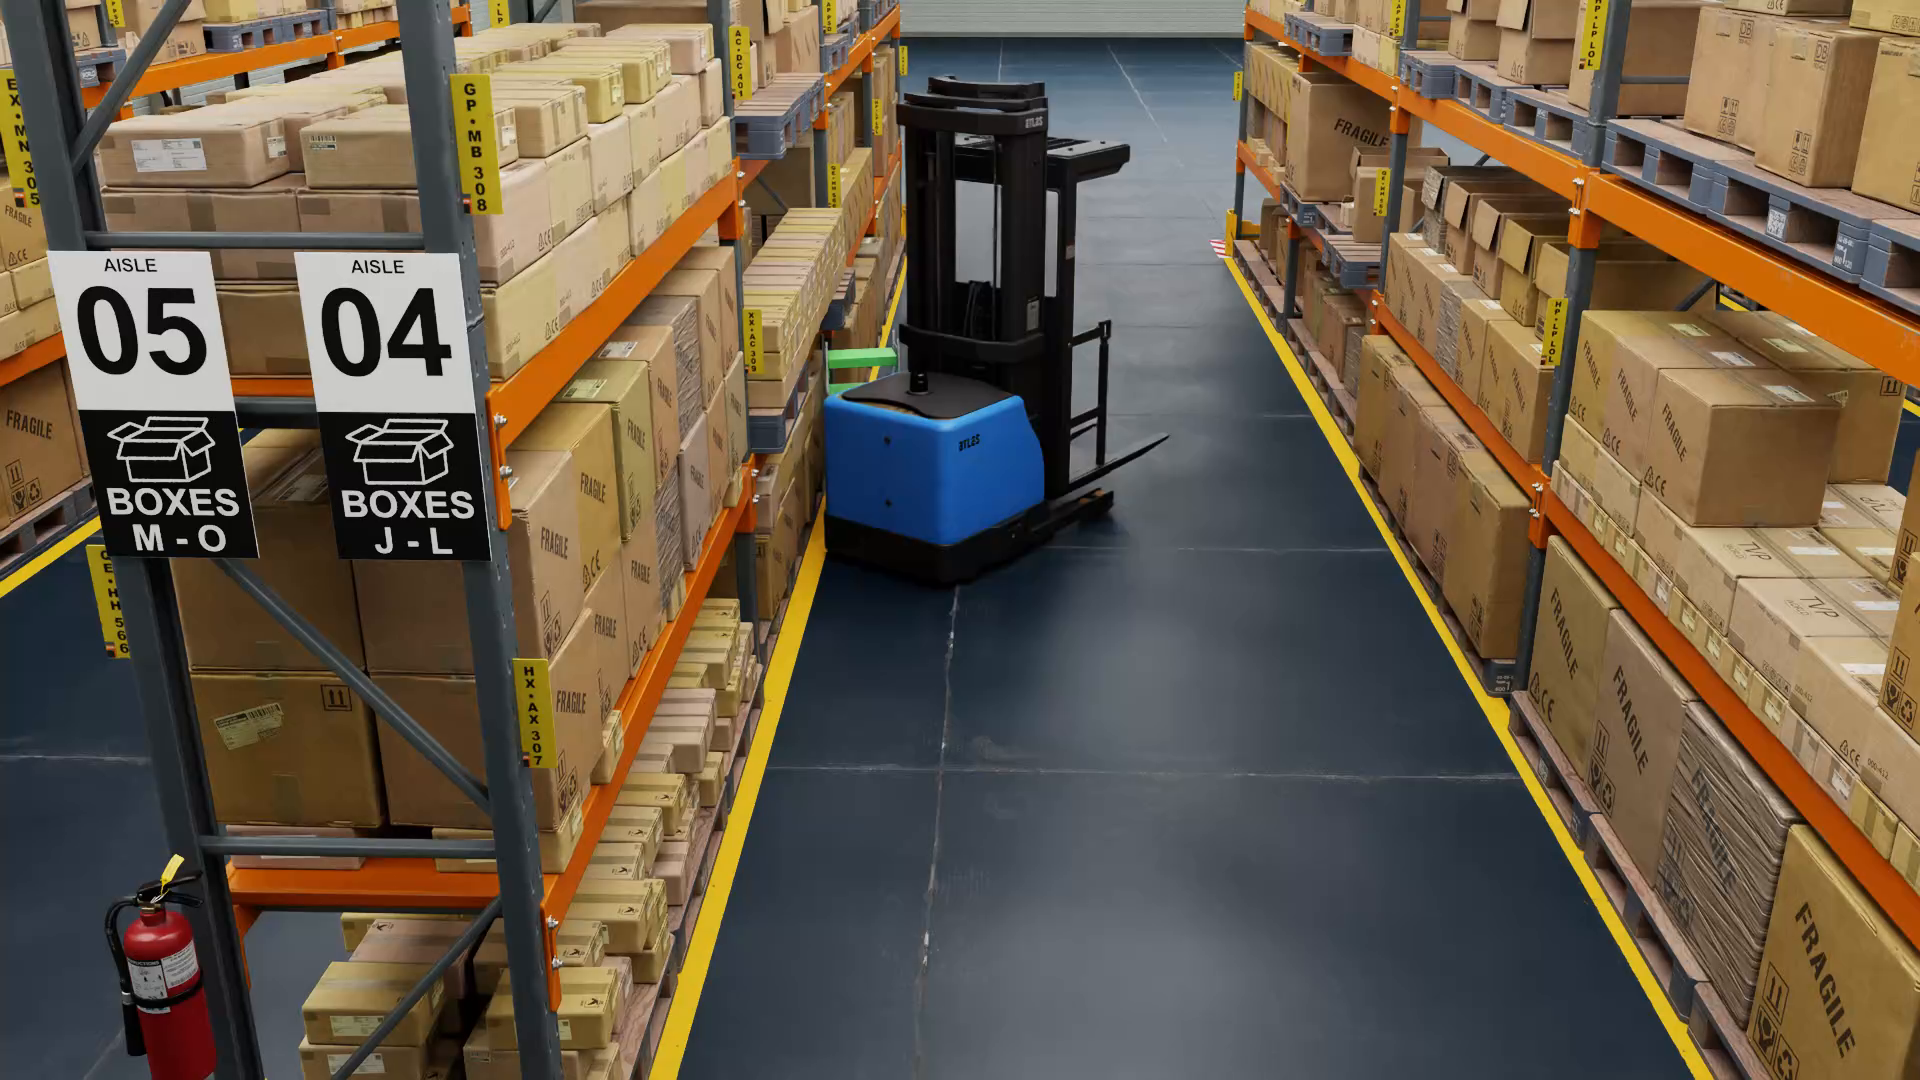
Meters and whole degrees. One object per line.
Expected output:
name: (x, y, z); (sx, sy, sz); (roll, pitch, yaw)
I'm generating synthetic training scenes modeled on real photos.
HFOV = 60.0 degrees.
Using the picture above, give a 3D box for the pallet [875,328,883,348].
pallet: (-1.271, -1.892, 15.615); (1.003, 0.211, 1.213); (1, 21, 2)

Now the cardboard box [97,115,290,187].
cardboard box: (-1.972, -1.004, 4.289); (0.380, 0.149, 0.250); (0, 21, 1)

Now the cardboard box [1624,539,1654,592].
cardboard box: (3.017, 0.110, 6.947); (0.380, 0.149, 0.250); (0, 21, 1)

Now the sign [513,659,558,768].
sign: (-1.146, 0.469, 4.477); (0.100, 0.325, 0.005); (1, 21, 2)

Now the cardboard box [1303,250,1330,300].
cardboard box: (3.683, -2.556, 16.344); (0.500, 0.500, 0.500); (0, 21, 0)

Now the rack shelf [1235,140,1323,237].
rack shelf: (3.692, -3.769, 17.590); (1.077, 0.370, 4.000); (1, 21, 2)

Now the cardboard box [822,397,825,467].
cardboard box: (-1.204, -0.816, 11.859); (0.500, 0.500, 0.500); (1, 21, 1)

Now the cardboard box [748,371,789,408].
cardboard box: (-1.095, -0.796, 8.700); (0.380, 0.149, 0.250); (0, 21, -1)

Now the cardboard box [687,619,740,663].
cardboard box: (-1.285, 0.500, 8.130); (0.380, 0.149, 0.250); (1, 21, 2)

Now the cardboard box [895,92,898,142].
cardboard box: (-1.168, -4.854, 19.185); (0.875, 0.550, 0.550); (1, 21, 2)

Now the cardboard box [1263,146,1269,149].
cardboard box: (3.475, -4.158, 17.946); (0.380, 0.149, 0.250); (1, 21, 2)

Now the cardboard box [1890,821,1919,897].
cardboard box: (2.948, 0.942, 4.801); (0.380, 0.149, 0.250); (1, 21, 3)

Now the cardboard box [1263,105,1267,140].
cardboard box: (3.813, -4.632, 18.271); (0.875, 0.500, 0.500); (1, 21, 2)

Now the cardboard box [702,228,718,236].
cardboard box: (-1.679, -1.936, 10.815); (0.380, 0.149, 0.250); (0, 21, -1)

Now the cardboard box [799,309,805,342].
cardboard box: (-1.074, -1.216, 9.371); (0.380, 0.149, 0.250); (0, 21, -1)

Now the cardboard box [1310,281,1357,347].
cardboard box: (3.558, -2.027, 14.954); (0.700, 0.500, 0.500); (1, 21, 1)

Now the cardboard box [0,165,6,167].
cardboard box: (-6.661, -2.202, 11.036); (0.500, 0.500, 0.500); (1, 21, 2)

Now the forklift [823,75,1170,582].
forklift: (0.405, -1.579, 11.048); (1.130, 2.935, 3.031); (15, 26, 34)

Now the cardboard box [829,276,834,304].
cardboard box: (-1.029, -1.648, 10.897); (0.380, 0.149, 0.250); (0, 21, 1)

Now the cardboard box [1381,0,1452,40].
cardboard box: (3.274, -3.788, 11.670); (0.500, 0.500, 0.500); (1, 21, 3)

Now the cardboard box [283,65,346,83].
cardboard box: (-6.044, -4.298, 16.029); (0.700, 0.500, 0.500); (0, 21, 1)

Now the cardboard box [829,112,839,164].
cardboard box: (-1.379, -3.254, 13.749); (0.700, 0.500, 0.500); (0, 21, 1)

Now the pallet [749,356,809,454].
pallet: (-1.398, -0.765, 9.119); (1.003, 0.211, 1.213); (1, 21, 2)

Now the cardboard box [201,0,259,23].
cardboard box: (-6.184, -4.434, 13.791); (0.500, 0.250, 0.500); (1, 21, 2)

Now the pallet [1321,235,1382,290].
pallet: (3.425, -2.104, 12.571); (1.213, 0.211, 1.003); (1, 21, 2)

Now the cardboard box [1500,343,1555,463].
cardboard box: (3.129, -0.707, 8.567); (0.500, 0.500, 0.500); (1, 21, 2)

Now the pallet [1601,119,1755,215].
pallet: (3.353, -1.550, 6.853); (1.003, 0.211, 1.213); (1, 21, 2)

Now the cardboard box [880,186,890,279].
cardboard box: (-1.211, -3.230, 17.564); (0.875, 0.875, 0.875); (1, 21, 2)

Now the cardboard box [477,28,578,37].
cardboard box: (-1.859, -2.127, 7.181); (0.380, 0.149, 0.250); (0, 21, -1)

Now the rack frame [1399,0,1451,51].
rack frame: (3.510, -4.732, 10.784); (1.000, 3.000, 0.127); (1, 21, 2)

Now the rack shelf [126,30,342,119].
rack shelf: (-6.335, -3.830, 13.601); (1.077, 0.370, 4.000); (1, 21, 2)

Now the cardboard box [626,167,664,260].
cardboard box: (-1.370, -1.185, 5.996); (0.500, 0.250, 0.500); (1, 21, 1)

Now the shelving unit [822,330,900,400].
shelving unit: (-0.675, -0.823, 11.491); (0.503, 1.200, 0.258); (-4, 22, -10)

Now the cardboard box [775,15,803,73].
cardboard box: (-1.230, -2.900, 10.072); (0.500, 0.500, 0.500); (1, 21, 2)

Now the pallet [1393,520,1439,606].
pallet: (3.370, 0.089, 10.507); (1.003, 0.211, 1.213); (1, 21, 2)

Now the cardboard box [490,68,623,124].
cardboard box: (-1.331, -1.461, 5.467); (0.380, 0.149, 0.250); (1, 21, 3)

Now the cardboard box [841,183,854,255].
cardboard box: (-1.133, -2.598, 13.440); (0.500, 0.500, 0.500); (1, 21, 2)

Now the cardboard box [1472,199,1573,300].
cardboard box: (3.435, -1.707, 9.756); (0.797, 0.503, 0.637); (1, 21, 3)

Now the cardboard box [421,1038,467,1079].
cardboard box: (-1.881, 1.807, 5.585); (0.380, 0.149, 0.250); (1, 21, 3)

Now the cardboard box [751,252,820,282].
cardboard box: (-1.052, -1.638, 10.049); (0.380, 0.149, 0.250); (1, 21, 3)

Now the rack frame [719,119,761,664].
rack frame: (-1.567, -0.580, 8.377); (1.000, 3.000, 0.127); (1, 21, 2)

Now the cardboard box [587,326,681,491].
cardboard box: (-1.350, -0.499, 6.237); (0.500, 0.500, 0.500); (0, 21, 0)

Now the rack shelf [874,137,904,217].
rack shelf: (-1.263, -3.860, 17.825); (1.077, 0.370, 4.000); (1, 21, 2)

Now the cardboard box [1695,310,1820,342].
cardboard box: (3.641, -0.738, 7.543); (0.500, 0.500, 0.500); (1, 21, 3)

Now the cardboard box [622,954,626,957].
cardboard box: (-1.426, 1.628, 6.046); (0.380, 0.149, 0.250); (1, 21, 2)

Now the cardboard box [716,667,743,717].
cardboard box: (-1.245, 0.727, 7.957); (0.380, 0.149, 0.250); (0, 21, 0)

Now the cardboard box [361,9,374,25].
cardboard box: (-6.011, -5.157, 16.372); (0.380, 0.149, 0.250); (1, 21, 3)

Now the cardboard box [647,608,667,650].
cardboard box: (-1.354, 0.305, 6.442); (0.380, 0.149, 0.250); (1, 21, 4)

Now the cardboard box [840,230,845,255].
cardboard box: (-1.005, -2.060, 11.546); (0.380, 0.149, 0.250); (1, 21, 3)

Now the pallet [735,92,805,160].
pallet: (-1.441, -2.113, 8.440); (1.213, 0.211, 1.003); (1, 21, 2)

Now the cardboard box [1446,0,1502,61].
cardboard box: (3.563, -3.356, 10.661); (0.797, 0.503, 0.637); (2, 21, 5)

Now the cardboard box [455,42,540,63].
cardboard box: (-1.851, -1.848, 6.464); (0.380, 0.149, 0.250); (0, 21, 0)

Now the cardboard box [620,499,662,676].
cardboard box: (-1.380, 0.151, 5.943); (0.500, 0.500, 0.500); (1, 21, 2)

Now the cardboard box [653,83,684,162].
cardboard box: (-1.365, -1.595, 6.363); (0.500, 0.250, 0.500); (1, 21, 4)

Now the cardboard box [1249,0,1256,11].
cardboard box: (3.480, -5.985, 18.367); (0.500, 0.250, 0.500); (1, 21, 3)

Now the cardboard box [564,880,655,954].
cardboard box: (-1.309, 1.346, 5.951); (0.380, 0.149, 0.250); (1, 21, 1)

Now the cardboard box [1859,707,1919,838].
cardboard box: (3.016, 0.711, 4.847); (0.500, 0.250, 0.500); (0, 21, 1)

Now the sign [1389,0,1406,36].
sign: (2.967, -3.581, 11.250); (0.100, 0.325, 0.005); (1, 21, 2)

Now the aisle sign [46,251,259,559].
aisle sign: (-1.990, -0.322, 4.119); (0.394, 0.787, 0.004); (1, 21, 2)
